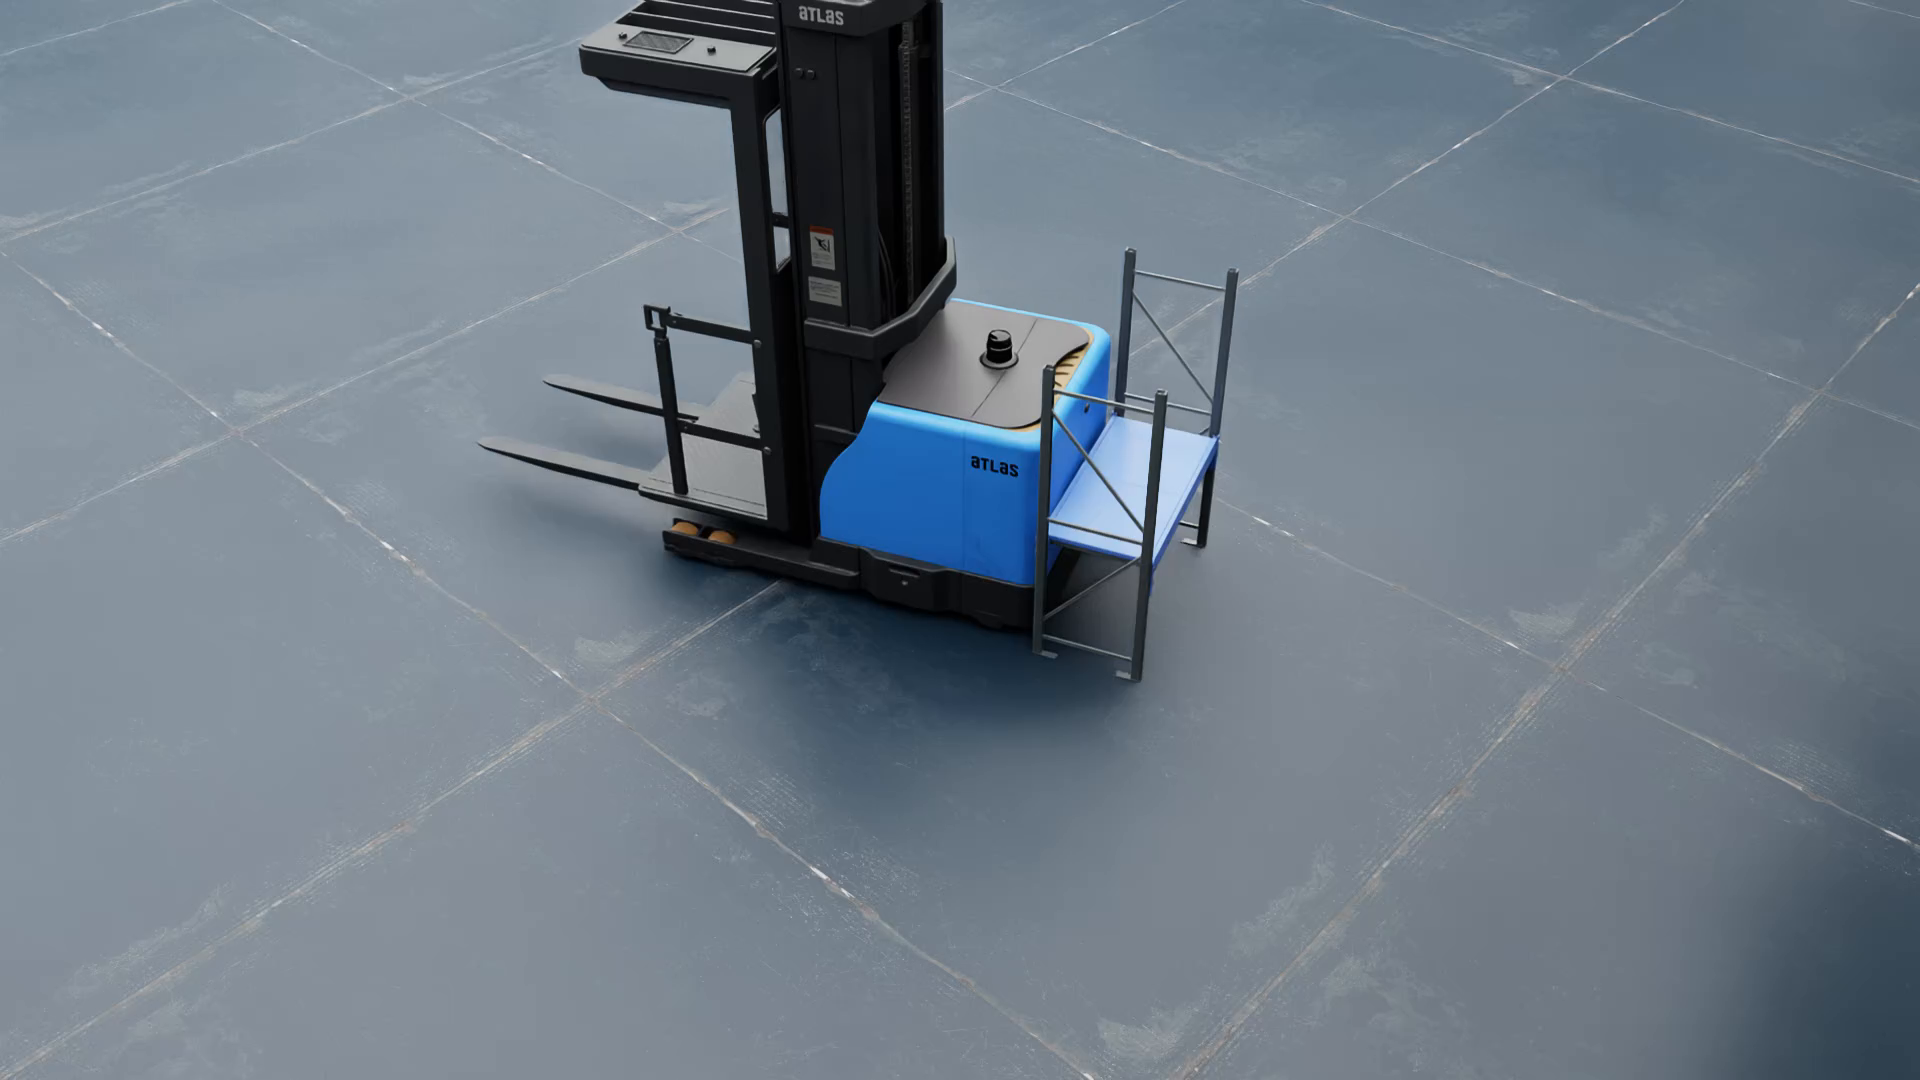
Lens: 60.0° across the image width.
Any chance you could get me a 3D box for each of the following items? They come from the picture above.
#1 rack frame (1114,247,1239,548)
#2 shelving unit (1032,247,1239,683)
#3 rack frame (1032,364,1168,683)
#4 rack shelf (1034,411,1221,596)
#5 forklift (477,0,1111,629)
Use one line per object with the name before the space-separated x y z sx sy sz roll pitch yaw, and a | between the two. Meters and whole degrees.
rack frame | 0.950 -0.615 7.602 0.500 1.500 0.032 15 41 18
shelving unit | 0.754 -0.324 7.235 0.538 1.500 1.048 15 41 18
rack frame | 0.558 -0.032 6.868 0.500 1.500 0.032 15 41 18
rack shelf | 0.754 -0.183 7.347 0.538 0.185 1.000 15 41 18
forklift | -0.874 -1.316 7.334 3.031 2.935 1.130 13 40 16
